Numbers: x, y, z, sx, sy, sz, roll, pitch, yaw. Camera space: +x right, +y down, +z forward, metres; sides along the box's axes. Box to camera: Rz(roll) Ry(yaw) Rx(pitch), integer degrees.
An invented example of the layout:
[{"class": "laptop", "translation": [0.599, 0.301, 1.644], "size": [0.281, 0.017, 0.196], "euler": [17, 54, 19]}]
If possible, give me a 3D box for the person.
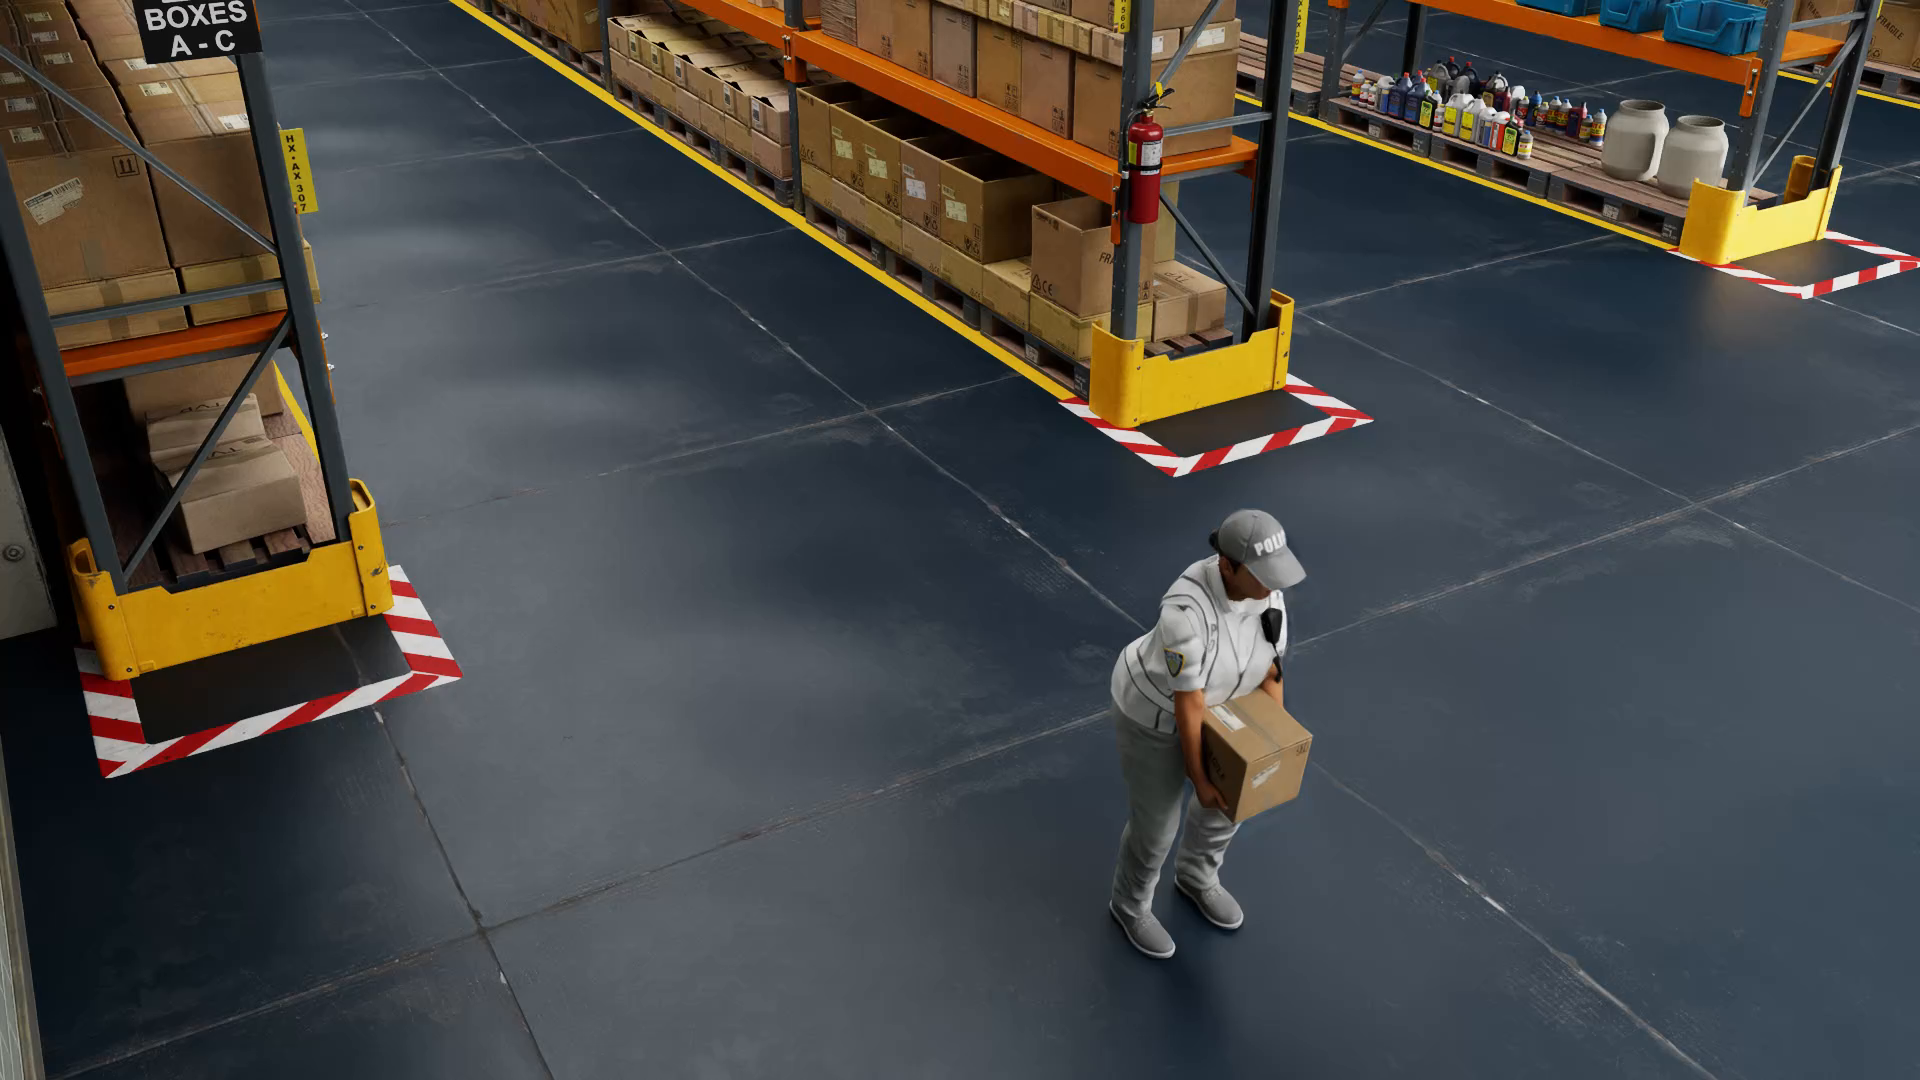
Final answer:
[{"class": "person", "translation": [0.754, 0.583, 5.134], "size": [0.452, 1.621, 0.597], "euler": [-17, 33, -27]}]
